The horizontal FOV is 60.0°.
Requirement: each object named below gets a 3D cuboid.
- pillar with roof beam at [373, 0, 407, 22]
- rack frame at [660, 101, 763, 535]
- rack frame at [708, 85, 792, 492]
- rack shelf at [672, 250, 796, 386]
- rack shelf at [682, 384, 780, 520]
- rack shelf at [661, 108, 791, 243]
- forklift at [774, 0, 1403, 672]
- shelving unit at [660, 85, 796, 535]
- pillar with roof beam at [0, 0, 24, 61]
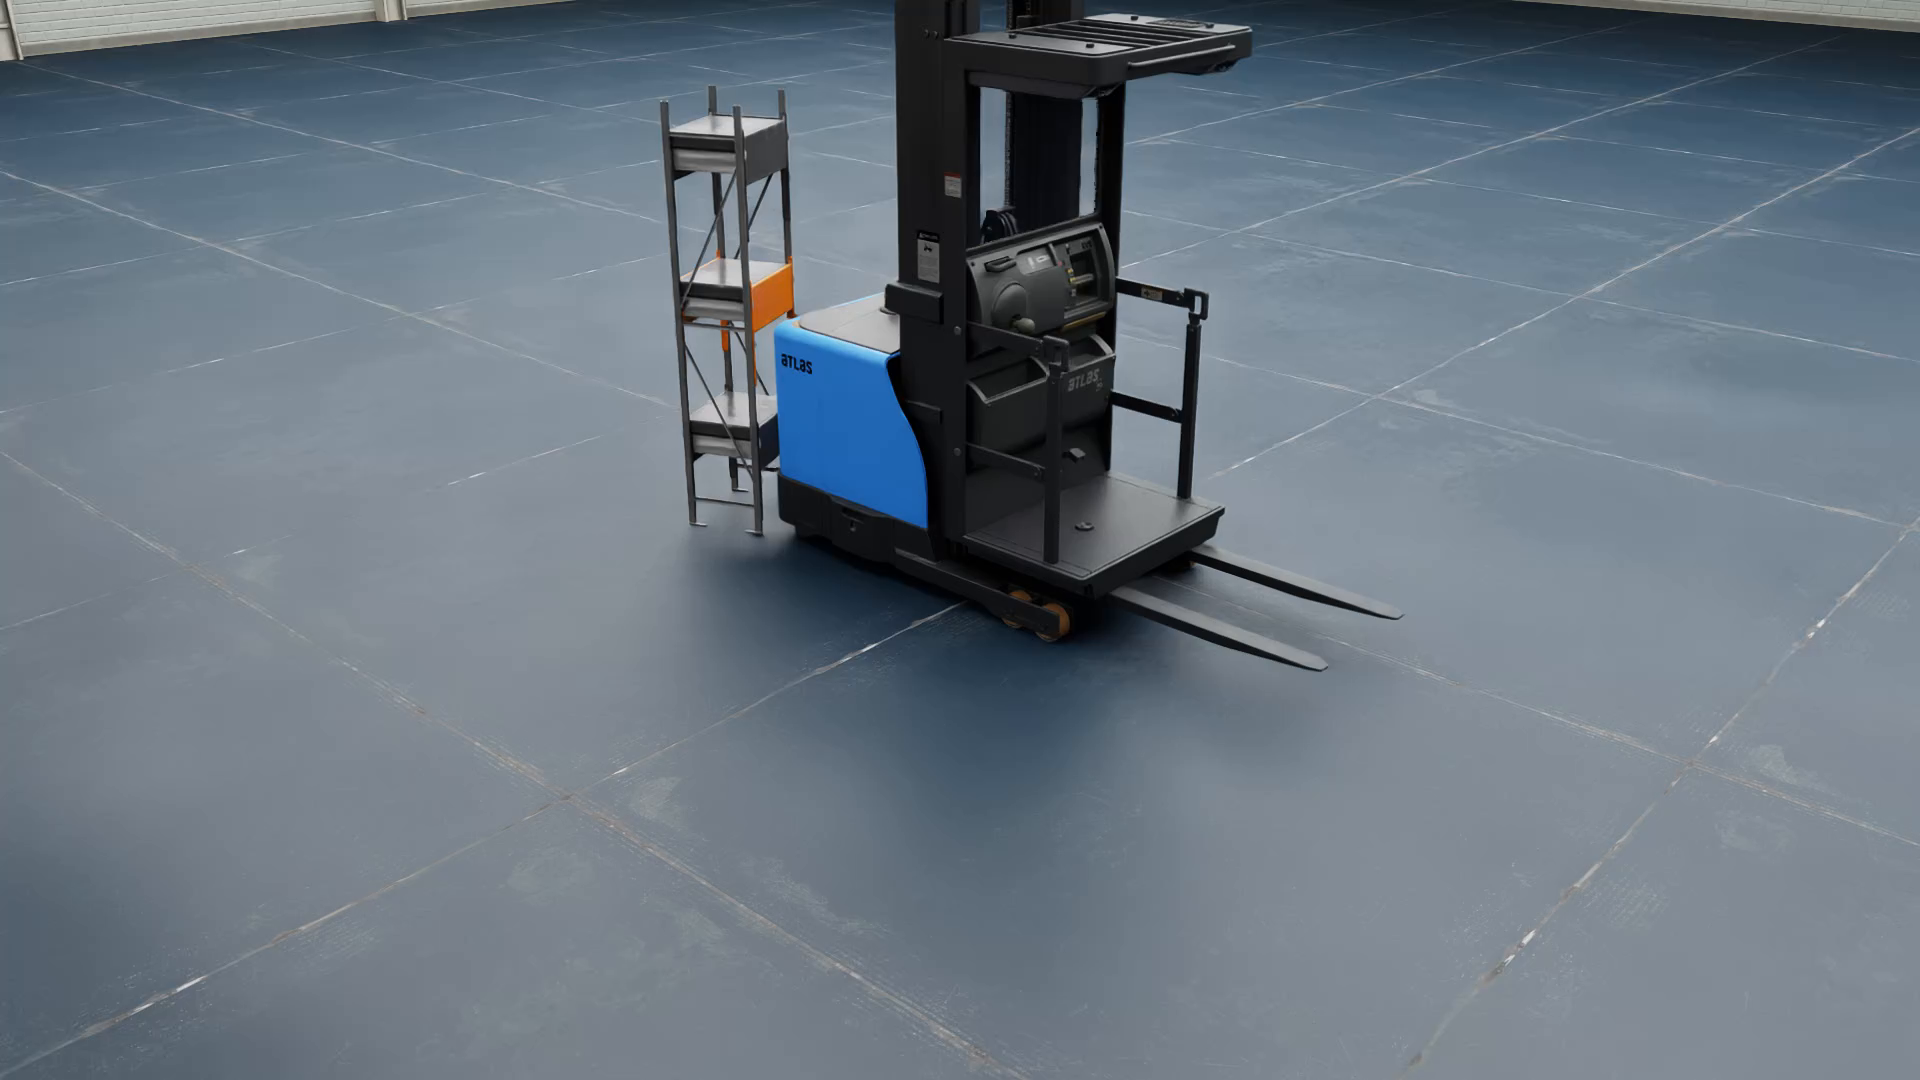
[{"bbox_3d":[-6.111,-11.455,22.799,9.100,9.000,0.400,20,31,38],"label":"pillar with roof beam"},{"bbox_3d":[-1.176,-1.012,7.936,0.400,2.100,0.015,8,25,17],"label":"rack frame"},{"bbox_3d":[-1.020,-1.200,8.359,0.400,2.100,0.015,8,25,17],"label":"rack frame"},{"bbox_3d":[-1.098,-1.093,8.153,0.431,0.518,0.480,8,25,17],"label":"rack shelf"},{"bbox_3d":[-1.098,-0.454,8.438,0.431,0.518,0.480,8,25,17],"label":"rack shelf"},{"bbox_3d":[-1.097,-1.733,7.869,0.431,0.518,0.480,8,25,17],"label":"rack shelf"},{"bbox_3d":[0.525,-1.135,7.199,3.031,2.935,1.130,20,31,38],"label":"forklift"},{"bbox_3d":[-1.098,-1.106,8.148,0.431,2.100,0.503,8,25,17],"label":"shelving unit"},{"bbox_3d":[-10.115,-9.627,18.722,9.100,9.000,0.400,20,31,38],"label":"pillar with roof beam"}]
